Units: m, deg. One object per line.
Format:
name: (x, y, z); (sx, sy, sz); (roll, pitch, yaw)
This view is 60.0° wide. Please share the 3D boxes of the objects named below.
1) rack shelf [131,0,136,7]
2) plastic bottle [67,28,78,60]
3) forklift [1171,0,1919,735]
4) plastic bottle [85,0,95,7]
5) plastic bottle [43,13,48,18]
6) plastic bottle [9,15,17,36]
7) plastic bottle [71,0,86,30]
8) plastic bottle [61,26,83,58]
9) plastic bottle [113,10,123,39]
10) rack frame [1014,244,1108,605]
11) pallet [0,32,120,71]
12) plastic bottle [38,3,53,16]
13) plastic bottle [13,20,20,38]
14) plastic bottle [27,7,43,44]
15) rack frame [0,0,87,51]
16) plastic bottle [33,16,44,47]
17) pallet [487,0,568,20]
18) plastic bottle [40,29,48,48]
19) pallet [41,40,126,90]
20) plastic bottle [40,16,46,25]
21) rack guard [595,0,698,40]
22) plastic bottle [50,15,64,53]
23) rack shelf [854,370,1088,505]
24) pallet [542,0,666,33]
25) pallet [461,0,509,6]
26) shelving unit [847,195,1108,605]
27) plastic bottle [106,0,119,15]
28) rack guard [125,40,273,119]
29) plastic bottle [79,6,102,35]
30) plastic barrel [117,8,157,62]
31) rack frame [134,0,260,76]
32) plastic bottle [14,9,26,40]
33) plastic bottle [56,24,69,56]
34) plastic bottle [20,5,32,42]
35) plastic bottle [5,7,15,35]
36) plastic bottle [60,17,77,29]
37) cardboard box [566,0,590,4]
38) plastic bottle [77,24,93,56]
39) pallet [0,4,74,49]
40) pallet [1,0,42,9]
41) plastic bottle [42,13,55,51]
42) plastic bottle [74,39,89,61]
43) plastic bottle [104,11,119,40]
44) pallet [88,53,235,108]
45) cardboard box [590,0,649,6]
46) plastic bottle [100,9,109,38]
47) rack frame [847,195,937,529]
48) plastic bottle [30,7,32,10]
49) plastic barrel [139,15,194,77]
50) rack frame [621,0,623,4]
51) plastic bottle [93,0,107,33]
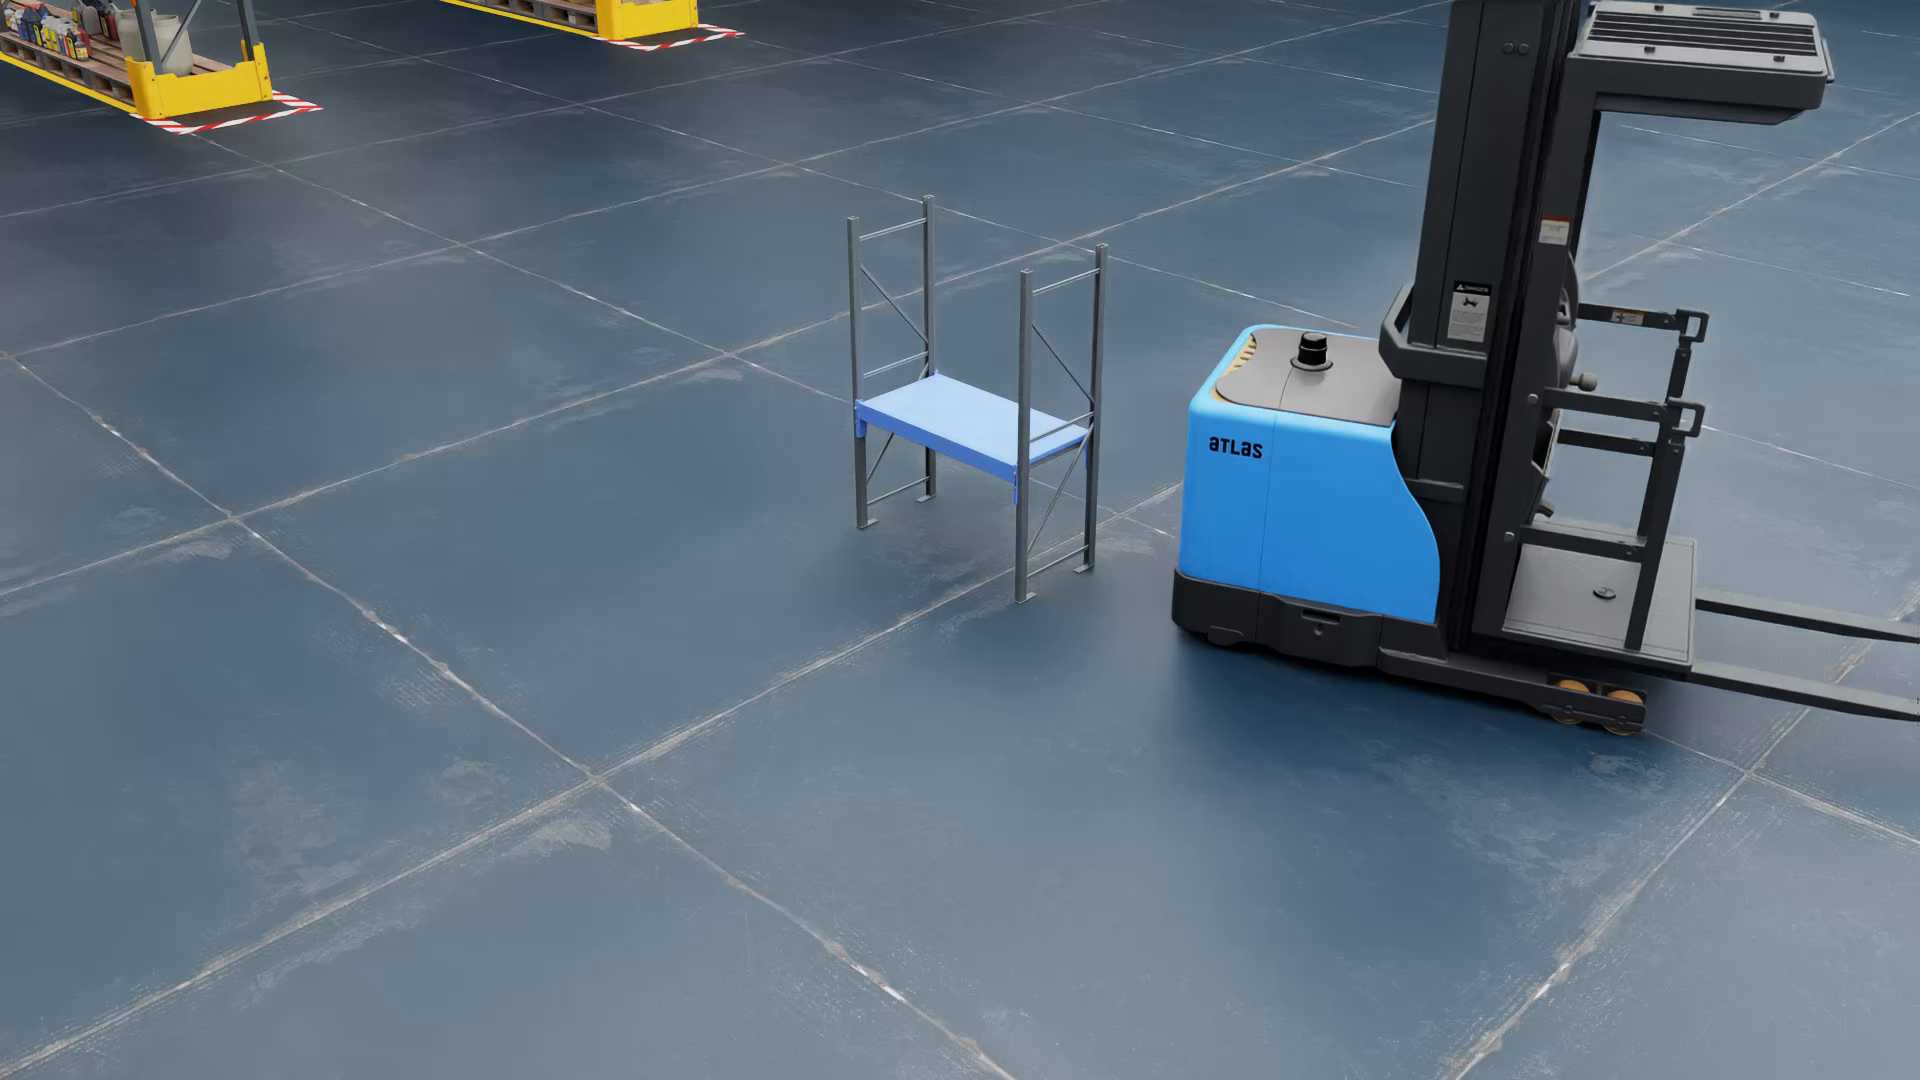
rack shelf: (-8.307, -5.666, 16.075); (4.000, 0.370, 1.077); (25, 36, 38)
plastic bottle: (-8.594, -4.810, 16.121); (0.061, 0.283, 0.133); (-24, 36, -38)
forklift: (2.454, -0.835, 6.189); (3.031, 2.935, 1.130); (11, 30, 20)
plastic bottle: (-9.072, -5.545, 17.445); (0.185, 0.351, 0.144); (23, 36, 37)
plastic bottle: (-9.261, -5.216, 16.905); (0.097, 0.271, 0.097); (0, 28, 0)
plastic bottle: (-9.741, -5.310, 17.160); (0.097, 0.201, 0.097); (0, 28, 0)
plastic bottle: (-9.173, -5.497, 17.354); (0.185, 0.351, 0.144); (25, 36, 38)
plastic bottle: (-8.659, -4.866, 16.235); (0.135, 0.276, 0.152); (25, 37, 39)
plastic bottle: (-8.592, -5.289, 17.040); (0.152, 0.276, 0.135); (-25, 36, -38)
rack frame: (0.423, -0.470, 7.033); (0.032, 1.500, 0.500); (25, 36, 38)
pallet: (-9.284, -5.170, 17.355); (1.213, 0.211, 1.003); (25, 36, 38)
plastic bottle: (-9.348, -5.306, 16.991); (0.185, 0.351, 0.144); (25, 36, 38)
plastic bottle: (-9.669, -5.277, 17.097); (0.097, 0.201, 0.097); (0, 28, 0)
plastic bottle: (-9.314, -5.197, 16.783); (0.185, 0.351, 0.144); (23, 35, 36)
rack frame: (-9.734, -6.637, 17.149); (0.127, 3.000, 1.000); (25, 36, 38)
plastic bottle: (-9.226, -5.099, 16.670); (0.061, 0.283, 0.133); (-23, 36, -37)
pallet: (-4.883, -6.441, 19.772); (1.213, 0.211, 1.003); (25, 36, 38)
plastic bottle: (-9.129, -5.030, 16.627); (0.097, 0.201, 0.097); (0, 28, 0)
pallet: (-8.410, -4.772, 16.598); (1.213, 0.211, 1.003); (25, 36, 38)
plastic bottle: (-9.183, -5.126, 16.734); (0.097, 0.271, 0.097); (0, 28, 0)
rack guard: (-3.463, -5.894, 18.422); (0.348, 0.500, 1.175); (25, 36, 38)
plastic bottle: (-8.879, -4.997, 16.404); (0.144, 0.351, 0.185); (-24, 36, -37)
rack shelf: (0.061, -0.477, 7.432); (1.000, 0.185, 0.538); (25, 36, 38)
pallet: (-4.018, -6.043, 19.015); (1.213, 0.211, 1.003); (25, 36, 38)
pallet: (-5.757, -6.839, 20.530); (1.213, 0.211, 1.003); (25, 36, 38)
shelving unit: (0.061, -0.636, 7.348); (1.048, 1.500, 0.538); (25, 36, 38)
plastic bottle: (-8.705, -5.377, 17.126); (0.185, 0.351, 0.144); (24, 36, 38)
rack guard: (-6.968, -4.235, 15.266); (0.348, 0.500, 1.175); (25, 36, 38)
plastic bottle: (-9.021, -5.392, 17.235); (0.135, 0.276, 0.152); (25, 36, 38)
plastic barrel: (-7.762, -4.769, 15.819); (0.421, 0.512, 0.421); (0, 28, 0)
rack frame: (-6.881, -5.332, 14.667); (0.127, 3.000, 1.000); (25, 36, 38)
plastic bottle: (-9.564, -5.280, 17.023); (0.152, 0.276, 0.135); (-24, 36, -37)
plastic bottle: (-8.758, -4.911, 16.321); (0.135, 0.276, 0.152); (23, 36, 37)
plastic bottle: (-9.449, -5.258, 16.900); (0.144, 0.351, 0.185); (-24, 36, -38)
plastic bottle: (-9.814, -5.375, 17.207); (0.097, 0.271, 0.097); (0, 28, 0)
plastic bottle: (-8.925, -5.082, 16.646); (0.135, 0.276, 0.152); (25, 36, 38)
cardboard box: (-4.293, -6.448, 19.024); (0.500, 0.500, 0.500); (-15, 31, -27)
plastic bottle: (-8.585, -4.905, 16.301); (0.133, 0.283, 0.061); (25, 36, 38)
pallet: (-10.321, -5.646, 18.261); (1.213, 0.211, 1.003); (25, 36, 38)
pallet: (-11.195, -6.044, 19.018); (1.213, 0.211, 1.003); (25, 36, 38)
plastic bottle: (-9.011, -5.058, 16.519); (0.185, 0.351, 0.144); (24, 36, 38)
plastic bottle: (-8.498, -4.742, 16.079); (0.097, 0.201, 0.097); (0, 28, 0)
plastic bottle: (-8.666, -5.257, 16.971); (0.133, 0.283, 0.061); (25, 36, 38)
pallet: (-7.544, -4.374, 15.841); (1.213, 0.211, 1.003); (25, 36, 38)
cardboard box: (-3.842, -6.264, 18.675); (0.500, 0.500, 0.500); (-18, 33, -30)
plastic bottle: (-8.759, -5.304, 17.061); (0.133, 0.283, 0.061); (25, 36, 38)
rack frame: (-0.302, -0.802, 7.663); (0.032, 1.500, 0.500); (25, 36, 38)
plastic bottle: (-9.490, -5.319, 17.089); (0.133, 0.283, 0.061); (25, 36, 38)
plastic barrel: (-7.404, -4.606, 15.508); (0.421, 0.512, 0.421); (0, 28, 0)
rack frame: (-3.409, -6.975, 17.793); (0.127, 3.000, 1.000); (25, 36, 38)
plastic bottle: (-8.935, -5.482, 17.326); (0.185, 0.351, 0.144); (22, 35, 36)
